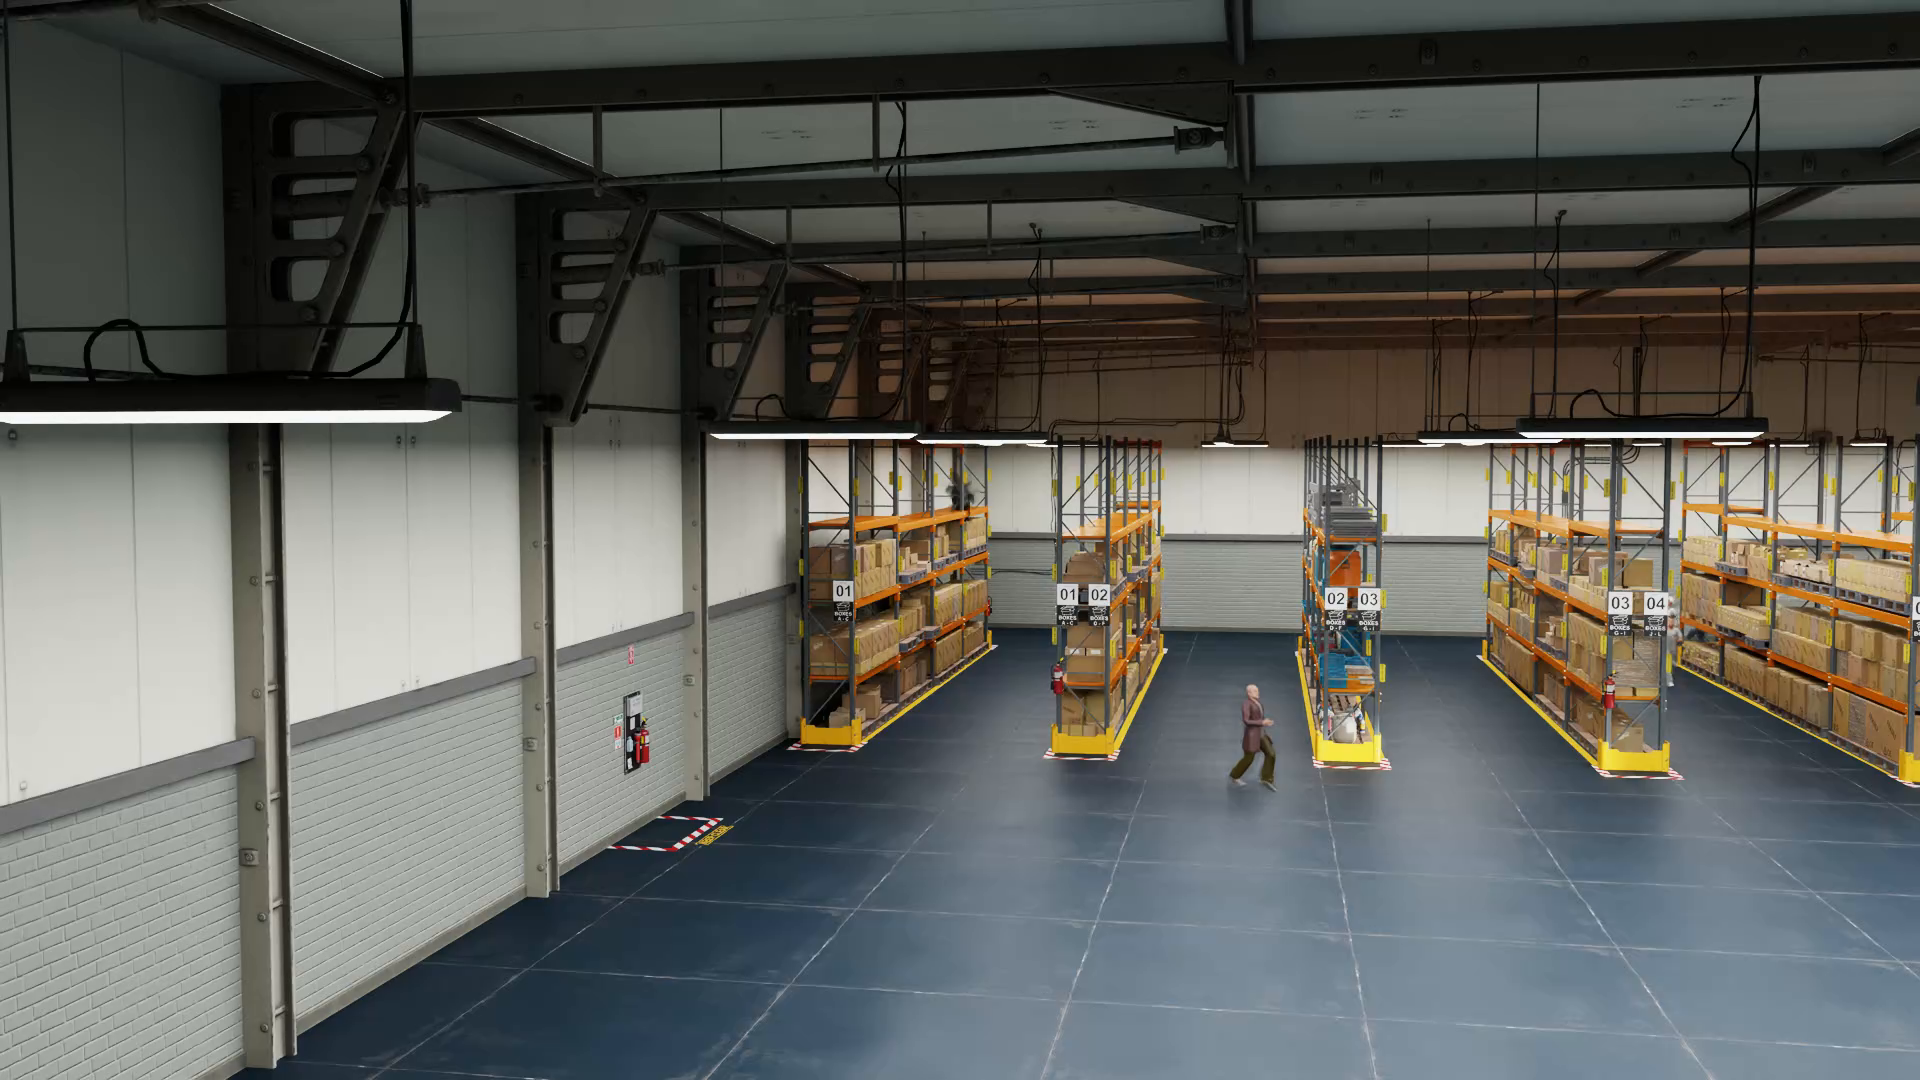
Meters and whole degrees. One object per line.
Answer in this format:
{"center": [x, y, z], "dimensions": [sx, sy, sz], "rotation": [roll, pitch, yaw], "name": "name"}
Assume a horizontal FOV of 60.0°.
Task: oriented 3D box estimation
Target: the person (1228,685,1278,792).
{"center": [4.945, 3.340, 28.043], "dimensions": [0.865, 1.826, 0.719], "rotation": [3, 4, 40], "name": "person"}

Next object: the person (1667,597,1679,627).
{"center": [19.305, 2.405, 45.472], "dimensions": [0.822, 1.721, 0.713], "rotation": [-1, 3, -20], "name": "person"}

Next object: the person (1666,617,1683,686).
{"center": [17.233, 2.680, 40.368], "dimensions": [0.565, 1.653, 0.941], "rotation": [1, 3, 14], "name": "person"}

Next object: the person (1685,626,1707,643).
{"center": [20.320, 2.393, 45.733], "dimensions": [0.688, 1.783, 0.763], "rotation": [3, 4, 43], "name": "person"}
